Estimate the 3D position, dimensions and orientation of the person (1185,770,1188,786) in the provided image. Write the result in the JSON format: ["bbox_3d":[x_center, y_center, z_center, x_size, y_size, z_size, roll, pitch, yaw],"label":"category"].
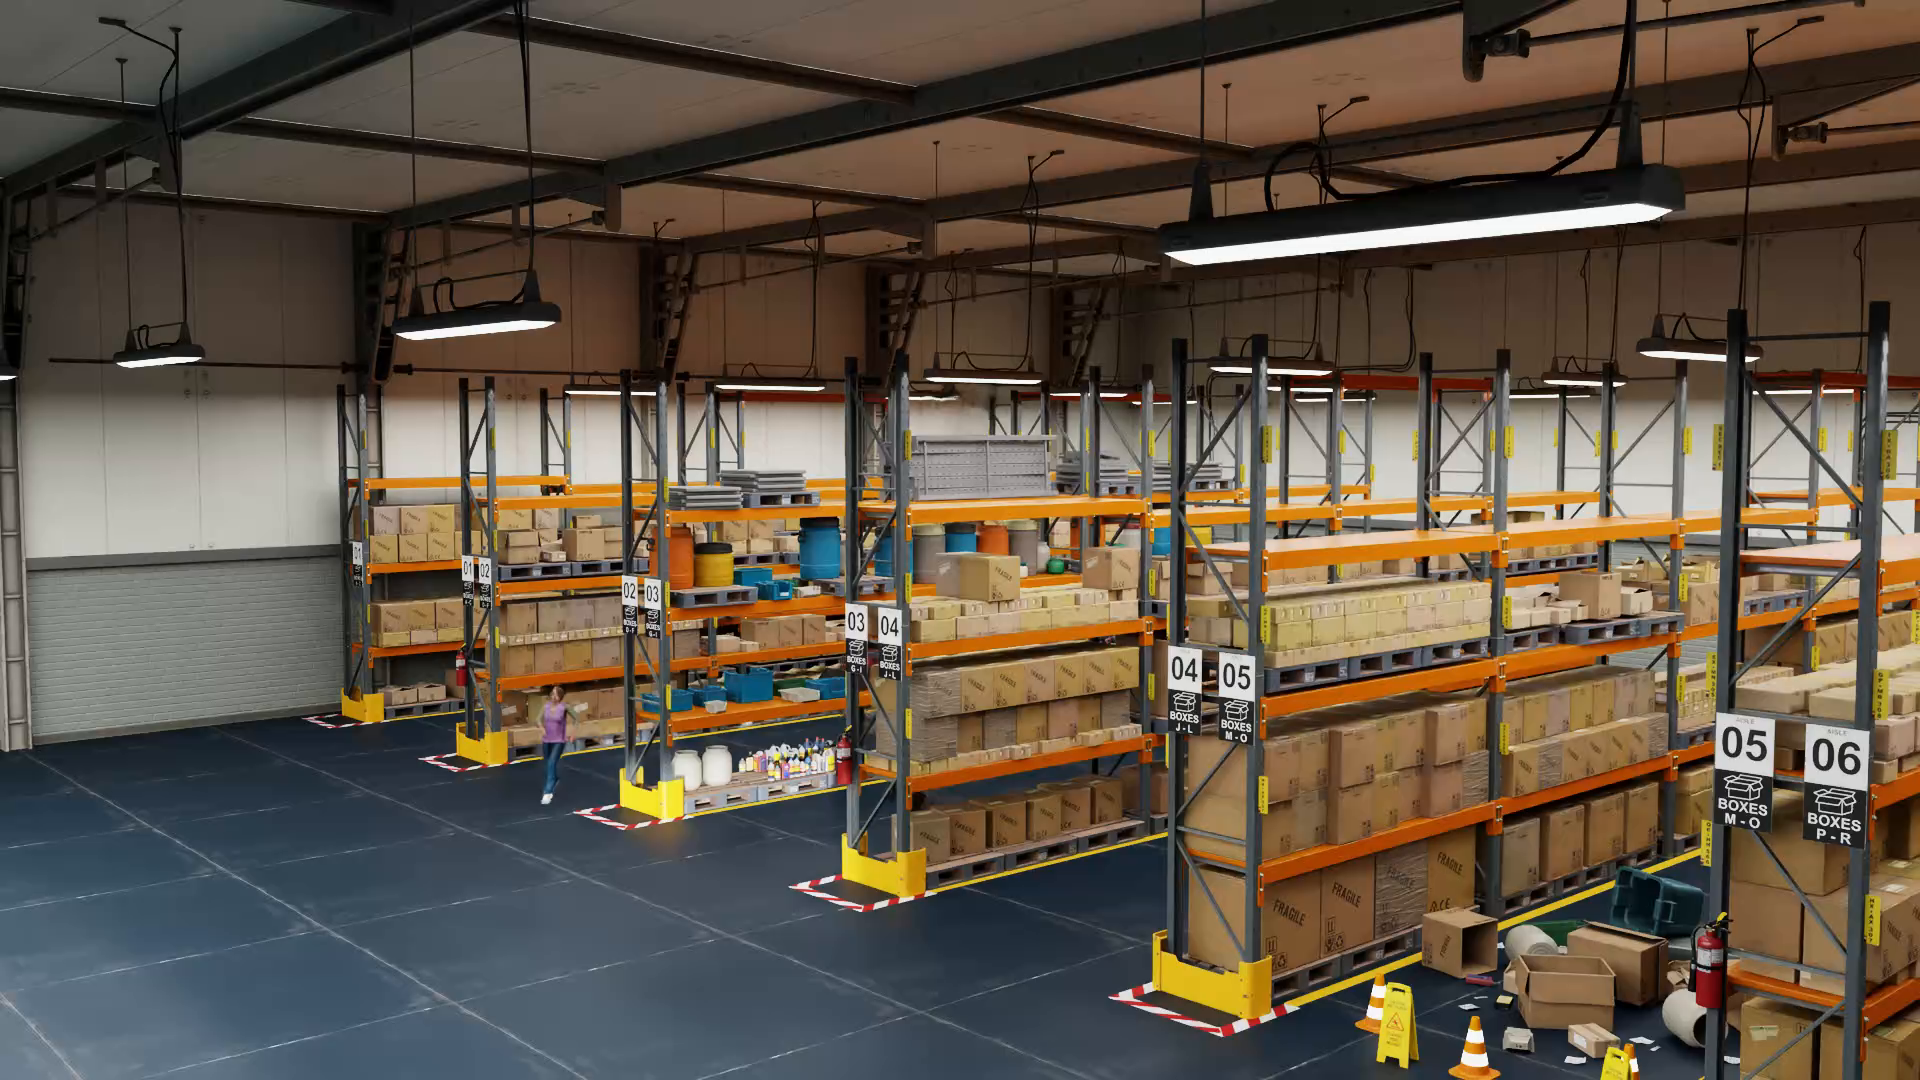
[{"bbox_3d":[2.919,3.061,19.251,0.586,1.736,0.880,3,5,39],"label":"person"}]

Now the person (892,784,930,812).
[{"bbox_3d":[-0.580,2.995,21.425,0.724,1.538,0.618,4,5,44],"label":"person"}]

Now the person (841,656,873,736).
[{"bbox_3d":[-1.789,2.515,27.725,0.674,1.692,0.587,3,5,39],"label":"person"}]

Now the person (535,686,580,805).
[{"bbox_3d":[-5.647,2.846,23.283,0.605,1.631,0.717,1,4,10],"label":"person"}]
